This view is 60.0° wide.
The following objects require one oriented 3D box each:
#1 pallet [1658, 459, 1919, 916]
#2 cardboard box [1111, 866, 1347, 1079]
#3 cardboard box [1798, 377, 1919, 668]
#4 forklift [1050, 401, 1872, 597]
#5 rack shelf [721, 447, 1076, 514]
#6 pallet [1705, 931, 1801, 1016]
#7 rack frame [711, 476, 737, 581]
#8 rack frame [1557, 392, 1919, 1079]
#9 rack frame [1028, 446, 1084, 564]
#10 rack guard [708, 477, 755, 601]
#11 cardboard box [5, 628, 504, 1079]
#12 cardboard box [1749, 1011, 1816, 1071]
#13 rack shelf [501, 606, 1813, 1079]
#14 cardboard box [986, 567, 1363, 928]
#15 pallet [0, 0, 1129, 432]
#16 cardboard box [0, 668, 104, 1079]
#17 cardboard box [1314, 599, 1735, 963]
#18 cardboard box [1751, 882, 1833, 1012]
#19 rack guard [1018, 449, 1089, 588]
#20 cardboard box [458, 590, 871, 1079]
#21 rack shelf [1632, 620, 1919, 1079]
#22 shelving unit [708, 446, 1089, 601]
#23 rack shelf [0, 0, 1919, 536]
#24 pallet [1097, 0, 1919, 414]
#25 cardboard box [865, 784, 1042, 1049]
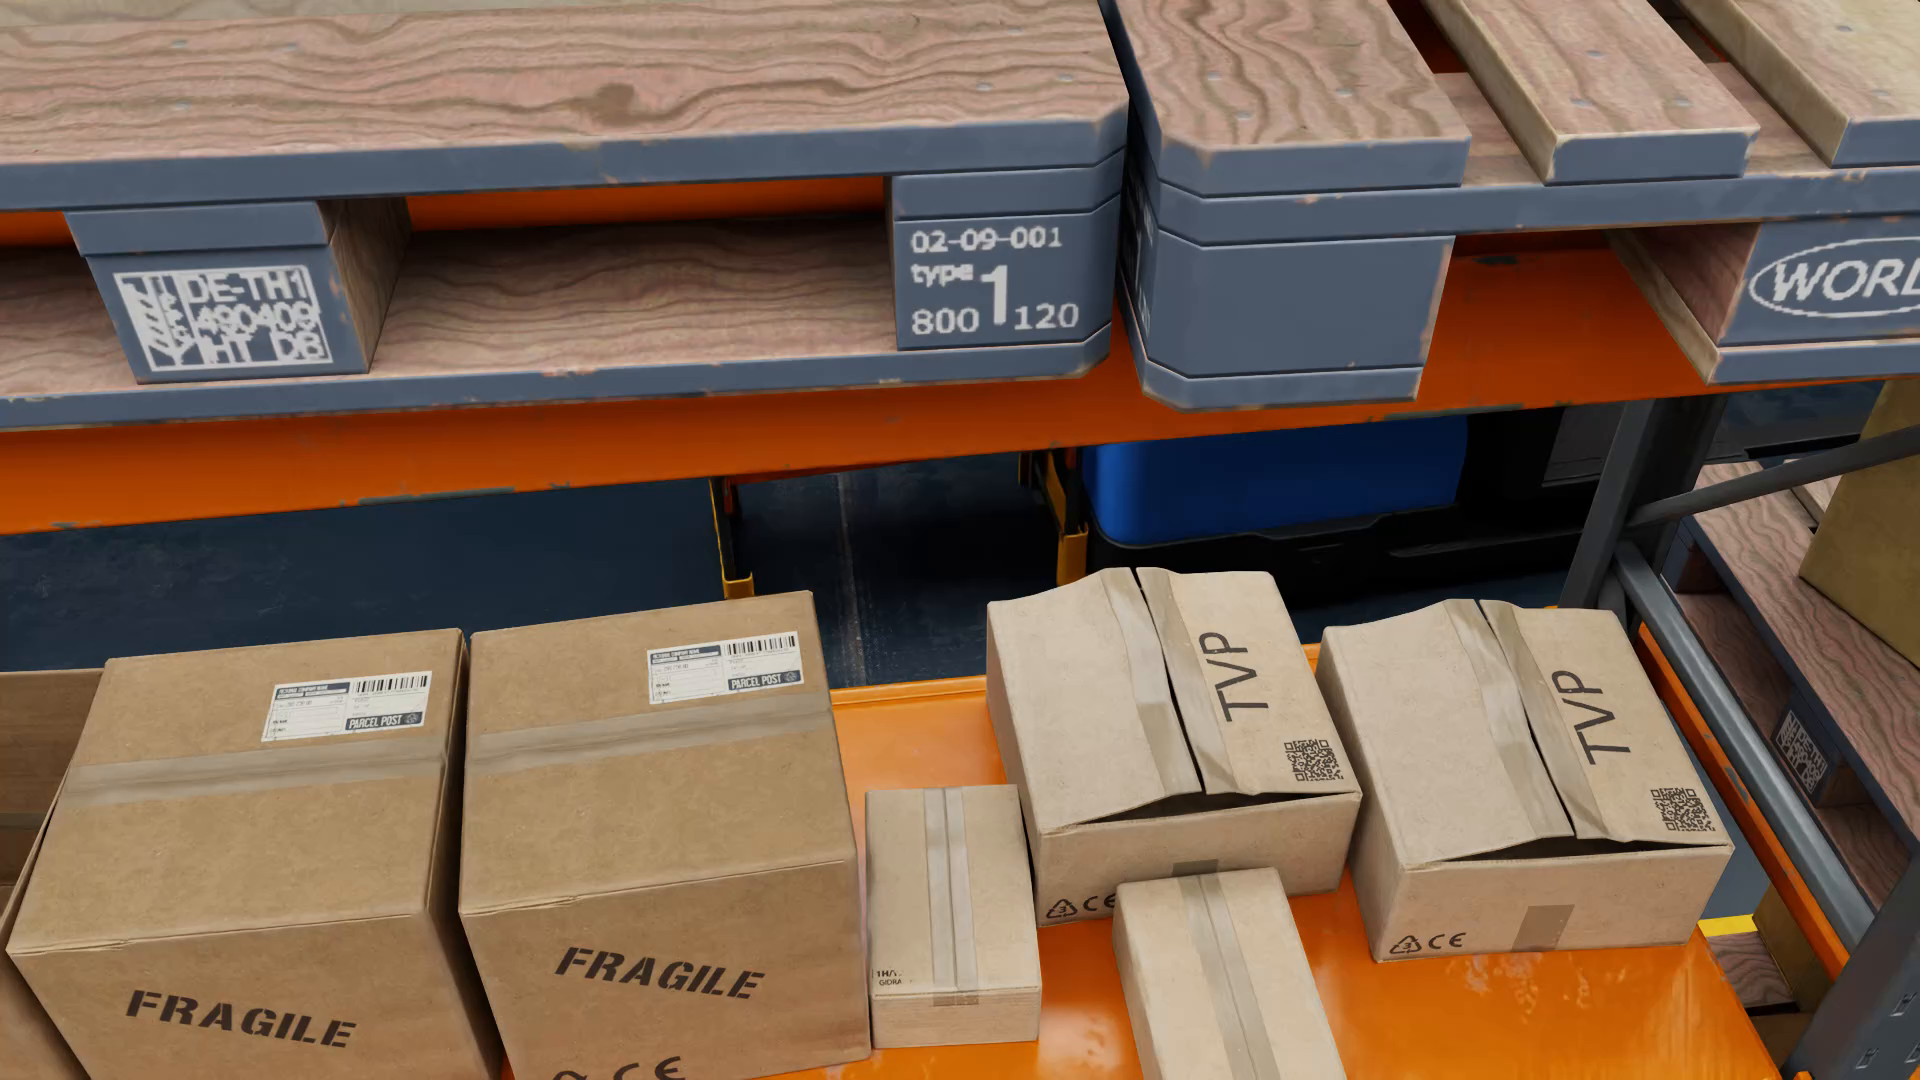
[{"bbox_3d":[1.903,0.296,2.825,1.003,0.211,1.213,-5,42,-6],"label":"pallet"},{"bbox_3d":[0.384,0.686,2.438,0.250,0.149,0.380,-5,42,-6],"label":"cardboard box"},{"bbox_3d":[1.850,0.008,2.613,0.500,0.500,0.700,-19,45,-20],"label":"cardboard box"},{"bbox_3d":[1.803,-1.360,4.569,3.031,2.935,1.130,-7,43,-8],"label":"forklift"},{"bbox_3d":[-0.211,-0.375,4.815,1.000,0.185,0.538,-8,43,-8],"label":"rack shelf"},{"bbox_3d":[1.986,1.326,3.622,1.213,0.211,1.003,-5,42,-6],"label":"pallet"},{"bbox_3d":[-0.709,-0.442,4.620,0.032,1.500,0.500,-8,43,-8],"label":"rack frame"},{"bbox_3d":[1.240,0.331,2.644,0.127,3.000,1.000,-5,42,-6],"label":"rack frame"},{"bbox_3d":[0.288,-0.576,4.769,0.032,1.500,0.500,-8,43,-8],"label":"rack frame"},{"bbox_3d":[-0.690,0.020,5.042,0.087,0.250,0.587,-8,43,-8],"label":"rack guard"},{"bbox_3d":[-0.943,0.496,2.386,0.500,0.500,0.500,-5,42,-5],"label":"cardboard box"},{"bbox_3d":[1.729,1.246,3.167,0.500,0.500,0.500,-3,42,-4],"label":"cardboard box"},{"bbox_3d":[-0.743,0.771,2.692,4.000,0.370,1.077,-5,42,-6],"label":"rack shelf"},{"bbox_3d":[0.328,0.313,2.730,0.500,0.311,0.500,-5,42,-6],"label":"cardboard box"},{"bbox_3d":[-0.530,-0.496,1.461,1.213,0.211,1.003,-3,42,-4],"label":"pallet"},{"bbox_3d":[-1.440,0.539,2.338,0.500,0.500,0.500,-2,42,-2],"label":"cardboard box"},{"bbox_3d":[0.874,0.366,2.671,0.500,0.311,0.500,-3,42,-3],"label":"cardboard box"},{"bbox_3d":[2.137,0.858,3.597,0.500,0.500,0.500,-3,42,-4],"label":"cardboard box"},{"bbox_3d":[0.286,-0.112,5.187,0.087,0.250,0.587,-8,43,-8],"label":"rack guard"},{"bbox_3d":[-0.421,0.450,2.437,0.500,0.500,0.500,-7,43,-8],"label":"cardboard box"},{"bbox_3d":[3.223,0.424,3.077,4.000,0.370,1.077,-5,42,-6],"label":"rack shelf"},{"bbox_3d":[-0.202,-0.510,4.696,1.083,1.500,0.587,-8,43,-8],"label":"shelving unit"},{"bbox_3d":[-0.743,-0.342,1.688,4.000,0.370,1.077,-5,42,-6],"label":"rack shelf"},{"bbox_3d":[0.579,-0.595,1.571,1.003,0.211,1.213,-3,42,-4],"label":"pallet"},{"bbox_3d":[-0.017,0.572,2.564,0.250,0.149,0.380,-2,42,-2],"label":"cardboard box"}]
